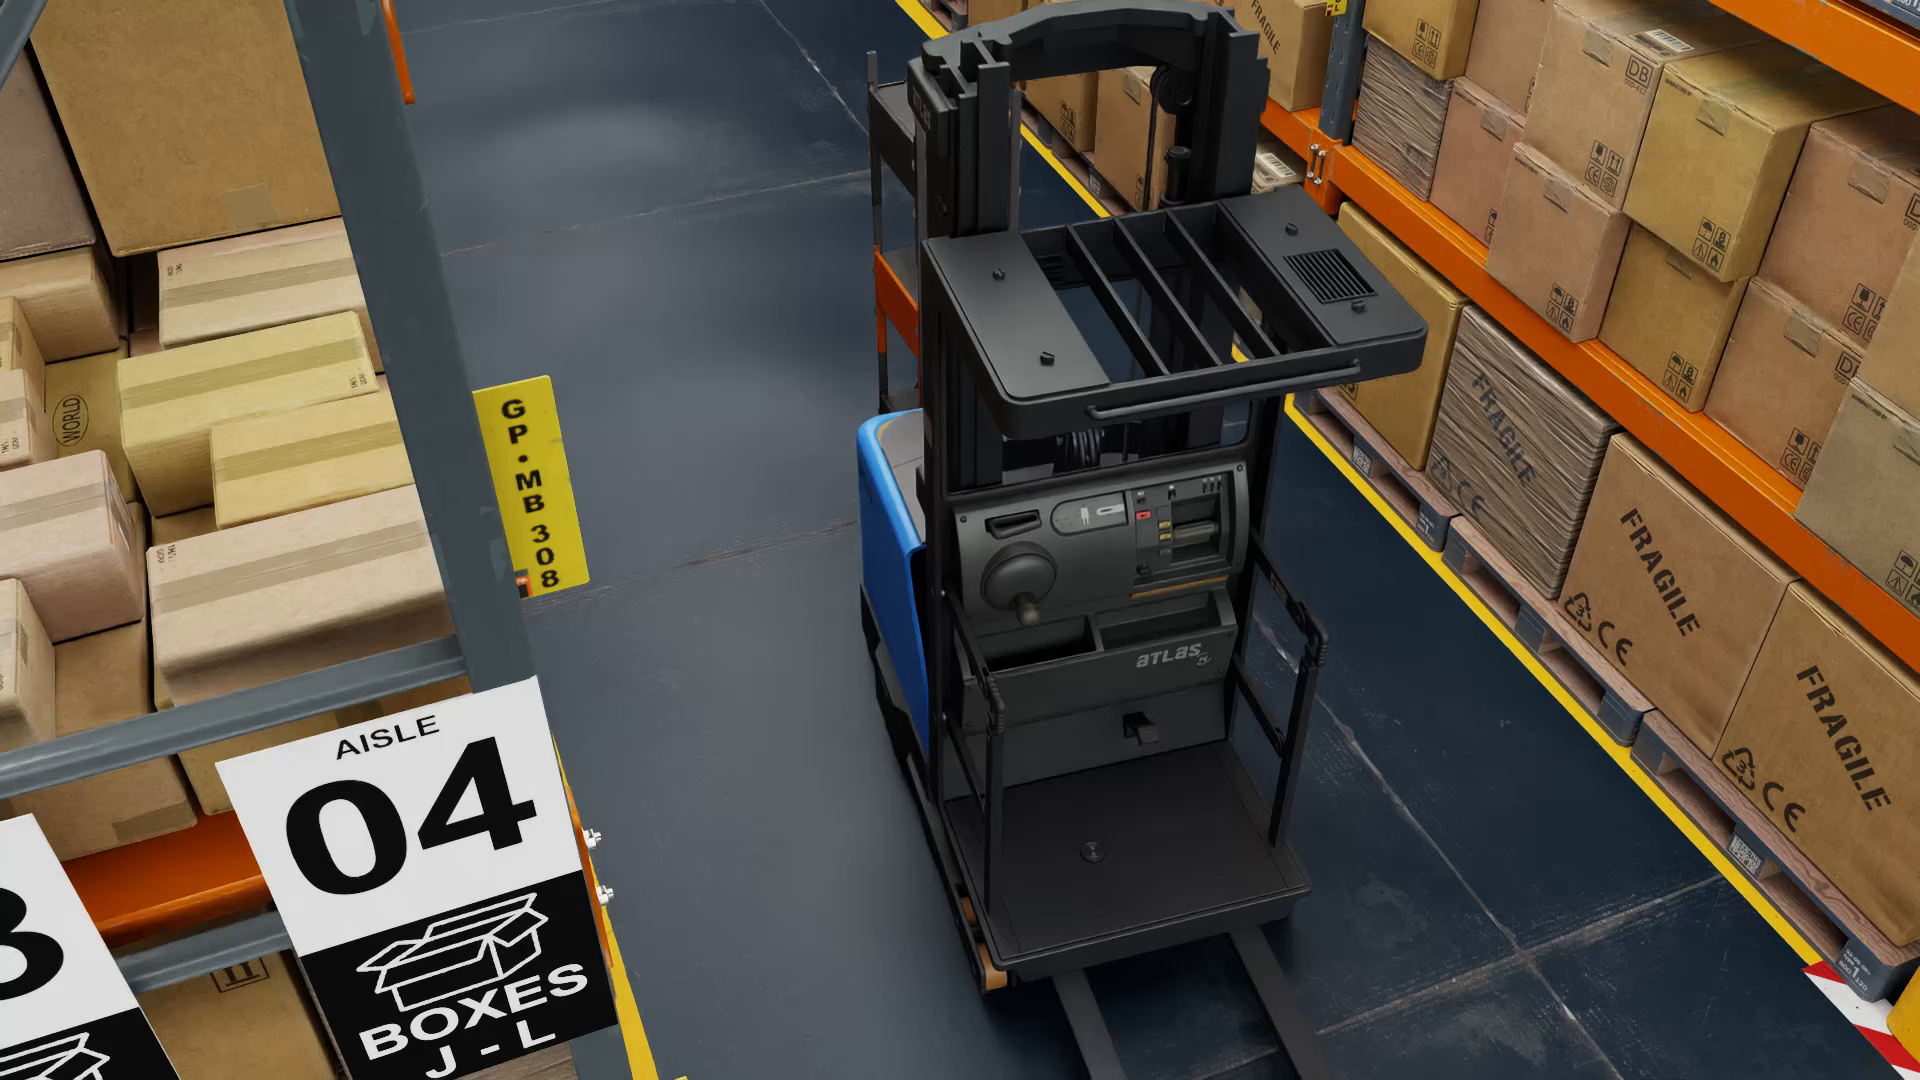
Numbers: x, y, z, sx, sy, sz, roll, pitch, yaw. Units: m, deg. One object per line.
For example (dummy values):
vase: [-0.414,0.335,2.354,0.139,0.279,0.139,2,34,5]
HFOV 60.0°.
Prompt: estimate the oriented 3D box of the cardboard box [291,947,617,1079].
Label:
cardboard box: [-0.988,0.617,3.160,0.500,0.500,0.500,-15,43,-17]

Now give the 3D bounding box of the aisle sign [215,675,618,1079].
aisle sign: [-0.729,0.523,2.347,0.394,0.787,0.004,-15,43,-17]

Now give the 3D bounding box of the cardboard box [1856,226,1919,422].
cardboard box: [3.190,-0.638,4.748,0.875,0.550,0.550,-15,43,-17]

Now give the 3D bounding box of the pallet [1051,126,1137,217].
pallet: [1.226,-2.164,9.605,1.003,0.211,1.213,-15,43,-17]

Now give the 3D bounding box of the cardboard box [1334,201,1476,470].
cardboard box: [2.237,-0.997,7.416,0.875,0.875,0.875,-14,43,-16]

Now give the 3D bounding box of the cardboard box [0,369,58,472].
cardboard box: [-1.621,-0.098,2.572,0.380,0.149,0.250,-17,43,-19]

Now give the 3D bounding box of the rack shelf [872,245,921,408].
rack shelf: [-0.063,-0.885,6.690,0.431,0.518,0.480,-15,43,-17]

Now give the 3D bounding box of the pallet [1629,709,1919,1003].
pallet: [3.213,0.965,5.966,1.003,0.211,1.213,-15,43,-17]

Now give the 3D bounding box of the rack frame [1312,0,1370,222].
rack frame: [2.061,-2.039,7.321,1.000,3.000,0.127,-15,43,-17]

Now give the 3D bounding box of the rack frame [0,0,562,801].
rack frame: [-1.030,-0.728,1.195,1.000,3.000,0.127,-15,43,-17]

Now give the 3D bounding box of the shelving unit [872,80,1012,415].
shelving unit: [5.281,-3.592,7.404,12.070,5.092,0.667,-15,43,-17]

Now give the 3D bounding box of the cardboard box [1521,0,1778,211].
cardboard box: [2.568,-1.613,5.882,0.875,0.550,0.550,-15,43,-17]

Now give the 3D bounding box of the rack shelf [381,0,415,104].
rack shelf: [-1.795,-1.659,2.832,1.077,0.370,4.000,-15,43,-17]

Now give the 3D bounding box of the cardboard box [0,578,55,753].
cardboard box: [-1.424,0.226,2.196,0.380,0.149,0.250,-15,43,-17]

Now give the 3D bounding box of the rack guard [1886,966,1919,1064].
rack guard: [3.601,1.332,5.317,1.175,0.500,0.348,-15,43,-17]

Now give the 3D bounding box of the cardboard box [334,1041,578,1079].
cardboard box: [-1.215,1.058,3.415,0.875,0.500,0.500,-15,43,-17]

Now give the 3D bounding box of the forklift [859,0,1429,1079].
forklift: [0.497,0.088,4.899,1.121,2.935,3.031,-11,42,-12]

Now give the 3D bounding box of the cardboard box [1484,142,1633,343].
cardboard box: [2.542,-1.197,6.226,0.875,0.550,0.550,-15,43,-17]

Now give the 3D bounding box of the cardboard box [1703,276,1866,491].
cardboard box: [3.079,-0.594,5.525,0.875,0.550,0.550,-15,43,-17]

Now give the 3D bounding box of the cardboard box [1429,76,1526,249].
cardboard box: [2.445,-1.551,6.639,0.875,0.550,0.550,-15,43,-17]

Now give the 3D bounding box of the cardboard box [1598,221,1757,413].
cardboard box: [2.838,-0.902,5.884,0.875,0.550,0.500,-15,43,-17]

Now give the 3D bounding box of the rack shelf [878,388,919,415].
rack shelf: [-0.063,-0.355,7.147,0.431,0.518,0.480,-15,43,-17]

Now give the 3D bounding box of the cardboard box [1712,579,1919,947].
cardboard box: [3.271,0.624,5.531,0.875,0.875,0.875,-15,43,-17]

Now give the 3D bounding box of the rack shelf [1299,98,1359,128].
rack shelf: [1.296,-3.046,8.893,0.919,0.124,3.809,-15,43,-17]

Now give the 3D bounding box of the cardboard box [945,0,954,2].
cardboard box: [0.037,-3.992,11.186,0.500,0.500,0.500,-15,43,-17]

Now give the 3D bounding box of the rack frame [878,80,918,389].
rack frame: [-0.155,-1.043,6.853,0.380,1.831,0.006,-15,43,-17]

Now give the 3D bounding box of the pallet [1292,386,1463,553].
pallet: [2.280,-0.505,7.675,1.003,0.211,1.213,-15,43,-17]

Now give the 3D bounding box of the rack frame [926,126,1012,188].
rack frame: [0.031,-0.749,6.511,0.380,1.831,0.006,-15,43,-17]

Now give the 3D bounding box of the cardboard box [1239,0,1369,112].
cardboard box: [1.614,-2.325,7.577,0.500,0.500,0.500,-15,43,-17]

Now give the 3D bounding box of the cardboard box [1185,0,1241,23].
cardboard box: [1.421,-2.629,7.930,0.500,0.500,0.500,-16,43,-17]

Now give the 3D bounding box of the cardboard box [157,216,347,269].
cardboard box: [-1.269,-0.540,3.085,0.380,0.149,0.250,-15,43,-17]

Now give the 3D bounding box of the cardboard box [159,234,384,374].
cardboard box: [-1.180,-0.392,2.914,0.380,0.149,0.250,-13,42,-15]

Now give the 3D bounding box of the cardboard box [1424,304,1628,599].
cardboard box: [2.585,-0.455,6.786,0.875,0.875,0.875,-15,43,-17]

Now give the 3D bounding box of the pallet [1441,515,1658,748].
pallet: [2.750,0.231,6.819,1.003,0.211,1.213,-15,43,-17]

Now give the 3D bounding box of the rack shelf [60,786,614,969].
rack shelf: [-1.795,-0.523,3.808,1.077,0.370,4.000,-15,43,-17]

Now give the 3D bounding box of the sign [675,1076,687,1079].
sign: [-0.528,1.083,3.026,0.100,0.325,0.005,-15,43,-17]

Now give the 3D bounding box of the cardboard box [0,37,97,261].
cardboard box: [-1.857,-0.802,2.893,0.500,0.500,0.500,-15,43,-17]

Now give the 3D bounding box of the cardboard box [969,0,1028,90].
cardboard box: [0.680,-3.366,10.267,1.050,0.750,0.750,-16,43,-17]

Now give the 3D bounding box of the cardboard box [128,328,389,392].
cardboard box: [-1.178,-0.198,2.994,0.500,0.250,0.500,-16,43,-18]

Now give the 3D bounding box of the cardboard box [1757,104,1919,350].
cardboard box: [3.101,-1.009,5.179,0.875,0.550,0.550,-15,43,-17]

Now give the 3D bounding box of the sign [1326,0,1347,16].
sign: [1.563,-2.307,6.805,0.100,0.325,0.005,-15,43,-17]

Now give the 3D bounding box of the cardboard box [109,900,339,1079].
cardboard box: [-1.808,0.653,4.451,1.144,2.239,2.984,-3,41,-3]

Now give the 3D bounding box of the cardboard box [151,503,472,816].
cardboard box: [-0.975,0.111,2.634,0.500,0.250,0.500,-14,43,-16]

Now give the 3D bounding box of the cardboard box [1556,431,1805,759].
cardboard box: [2.932,0.095,6.147,0.875,0.875,0.875,-16,43,-18]

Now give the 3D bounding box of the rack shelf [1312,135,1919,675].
rack shelf: [2.826,-0.562,6.155,1.077,0.370,4.000,-15,43,-17]

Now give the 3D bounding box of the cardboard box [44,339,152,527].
cardboard box: [-1.643,-0.061,2.835,0.500,0.250,0.500,-15,43,-17]

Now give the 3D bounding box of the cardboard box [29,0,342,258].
cardboard box: [-1.348,-0.893,2.999,0.500,0.500,0.500,-15,43,-17]

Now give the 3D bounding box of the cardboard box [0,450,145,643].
cardboard box: [-1.415,0.039,2.412,0.380,0.149,0.250,-16,43,-18]

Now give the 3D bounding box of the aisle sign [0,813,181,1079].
aisle sign: [-1.283,0.673,2.173,0.394,0.787,0.004,-15,43,-17]

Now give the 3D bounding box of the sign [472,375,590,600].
sign: [-0.528,-0.058,2.045,0.100,0.325,0.005,-15,43,-17]

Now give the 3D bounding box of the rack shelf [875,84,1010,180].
rack shelf: [-0.063,-1.520,6.145,0.368,0.174,0.457,-15,43,-17]

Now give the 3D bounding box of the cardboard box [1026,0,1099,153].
cardboard box: [1.018,-2.840,9.656,1.050,0.750,0.750,-14,43,-16]

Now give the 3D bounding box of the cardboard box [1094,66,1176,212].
cardboard box: [1.375,-2.279,9.003,1.050,0.750,0.750,-15,43,-17]
